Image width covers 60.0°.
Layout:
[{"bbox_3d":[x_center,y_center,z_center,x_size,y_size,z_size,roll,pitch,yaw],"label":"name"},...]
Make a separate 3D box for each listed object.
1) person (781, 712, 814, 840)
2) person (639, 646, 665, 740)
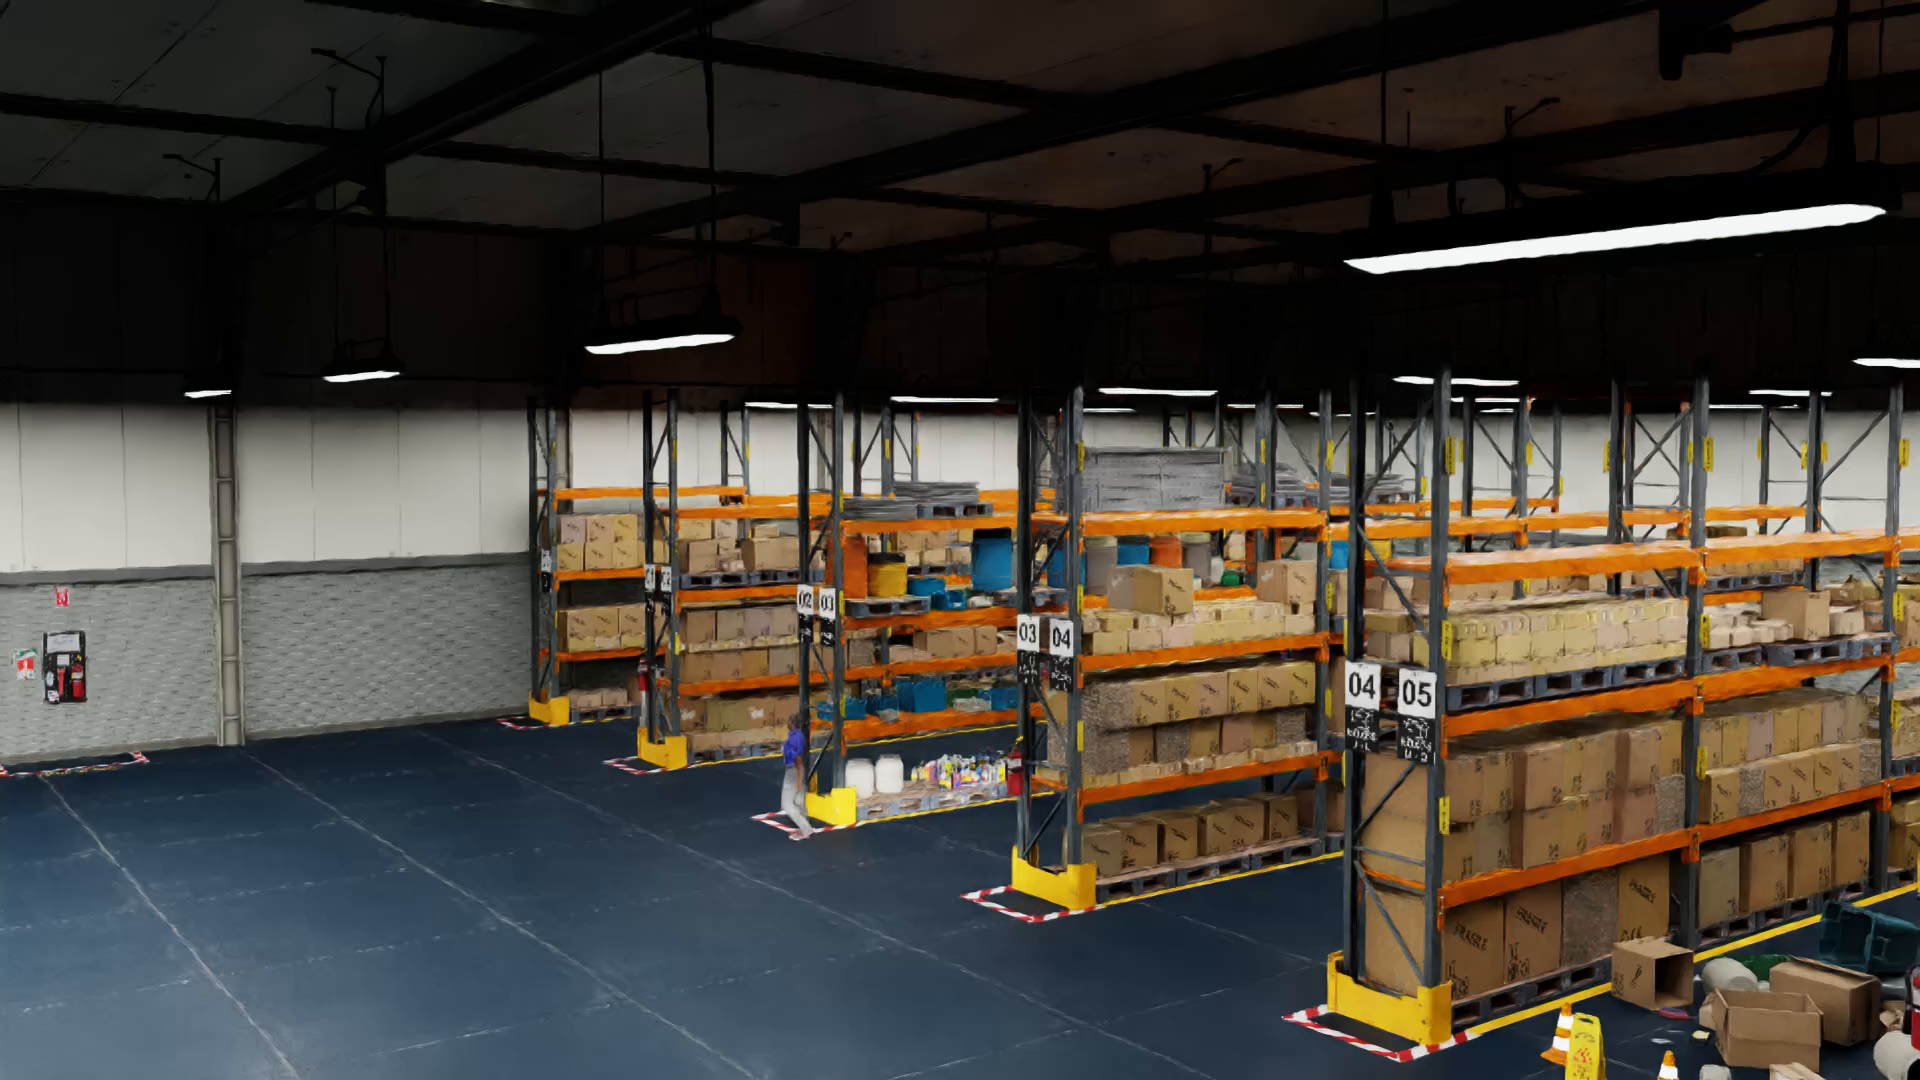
[{"bbox_3d":[-2.089,3.066,21.550,0.443,1.645,0.596,0,3,8],"label":"person"},{"bbox_3d":[-5.291,2.628,28.569,0.416,1.677,0.537,1,4,23],"label":"person"}]
